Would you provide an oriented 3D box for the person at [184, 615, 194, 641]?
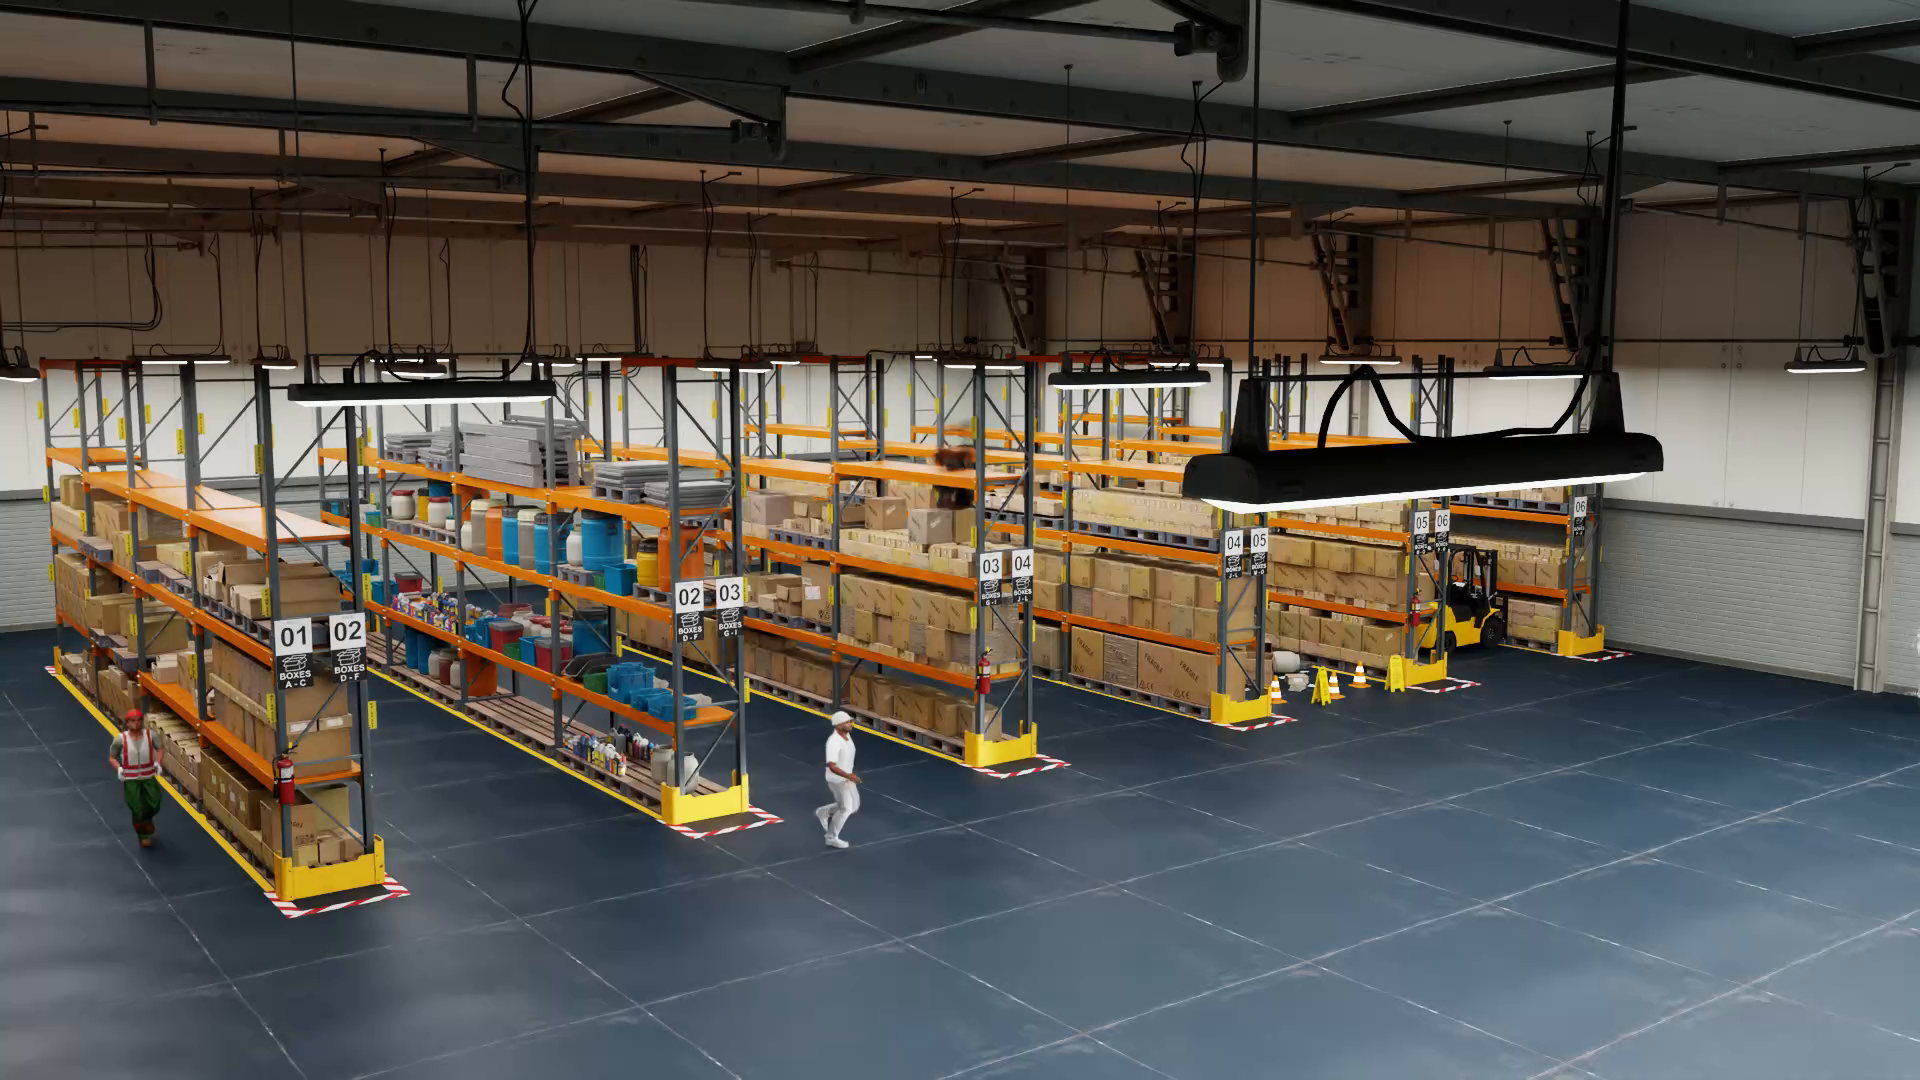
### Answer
[{"bbox_3d":[-15.116,1.588,32.791,0.662,1.673,0.573,3,7,23],"label":"person"}]

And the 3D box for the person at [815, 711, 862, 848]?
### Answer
[{"bbox_3d":[-1.514,2.987,20.862,0.654,1.728,0.721,1,7,10],"label":"person"}]

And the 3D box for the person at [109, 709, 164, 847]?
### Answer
[{"bbox_3d":[-10.272,2.972,20.811,0.636,1.741,0.557,-4,8,-33],"label":"person"}]
